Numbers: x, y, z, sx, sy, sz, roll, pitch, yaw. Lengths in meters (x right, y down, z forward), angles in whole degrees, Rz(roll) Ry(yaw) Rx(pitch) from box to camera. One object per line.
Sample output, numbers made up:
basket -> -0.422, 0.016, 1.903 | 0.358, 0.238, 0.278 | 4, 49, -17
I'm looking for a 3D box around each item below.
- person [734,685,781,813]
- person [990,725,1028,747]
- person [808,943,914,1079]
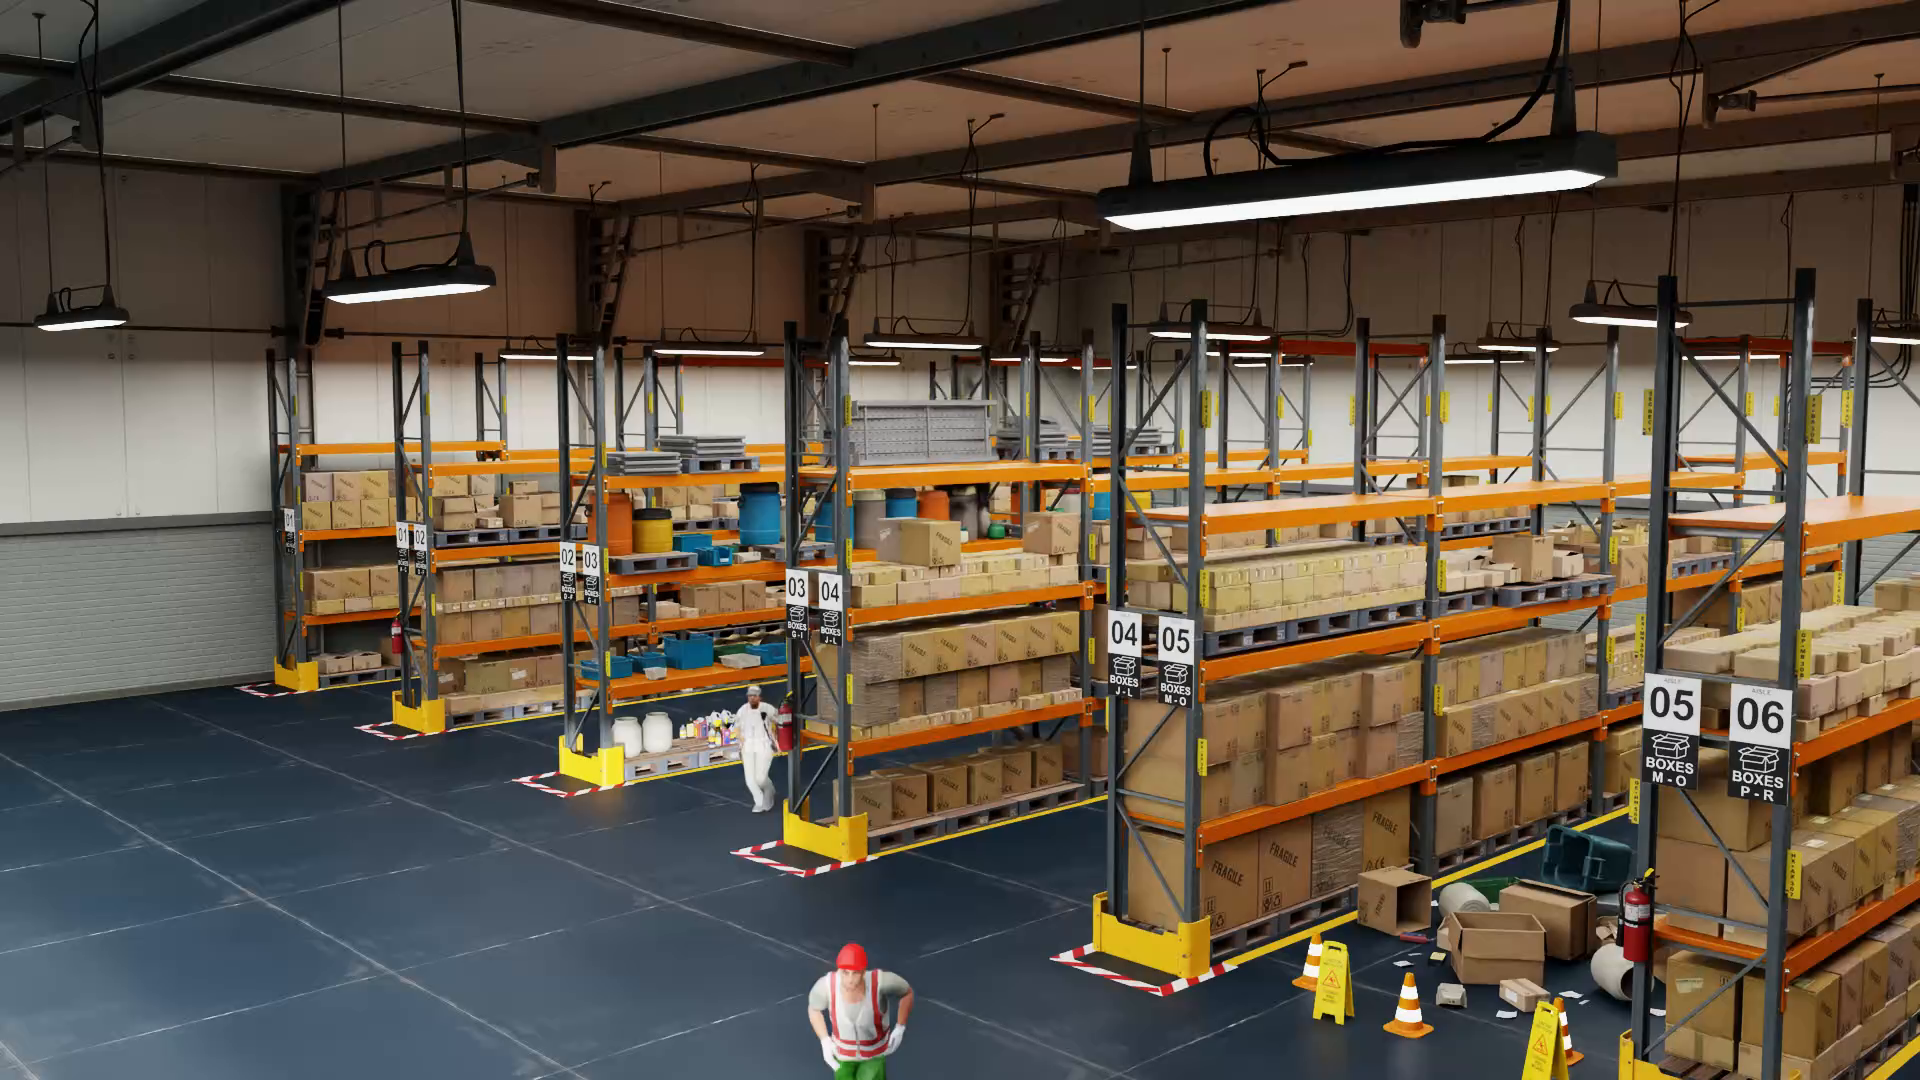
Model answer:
person -> -2.494, 2.583, 20.439 | 0.583, 1.620, 0.667 | 1, 5, 11
person -> 0.709, 2.386, 23.372 | 0.958, 1.609, 0.602 | -3, 6, -33
person -> -0.645, 3.386, 10.946 | 0.690, 1.730, 1.051 | 0, 5, 1
